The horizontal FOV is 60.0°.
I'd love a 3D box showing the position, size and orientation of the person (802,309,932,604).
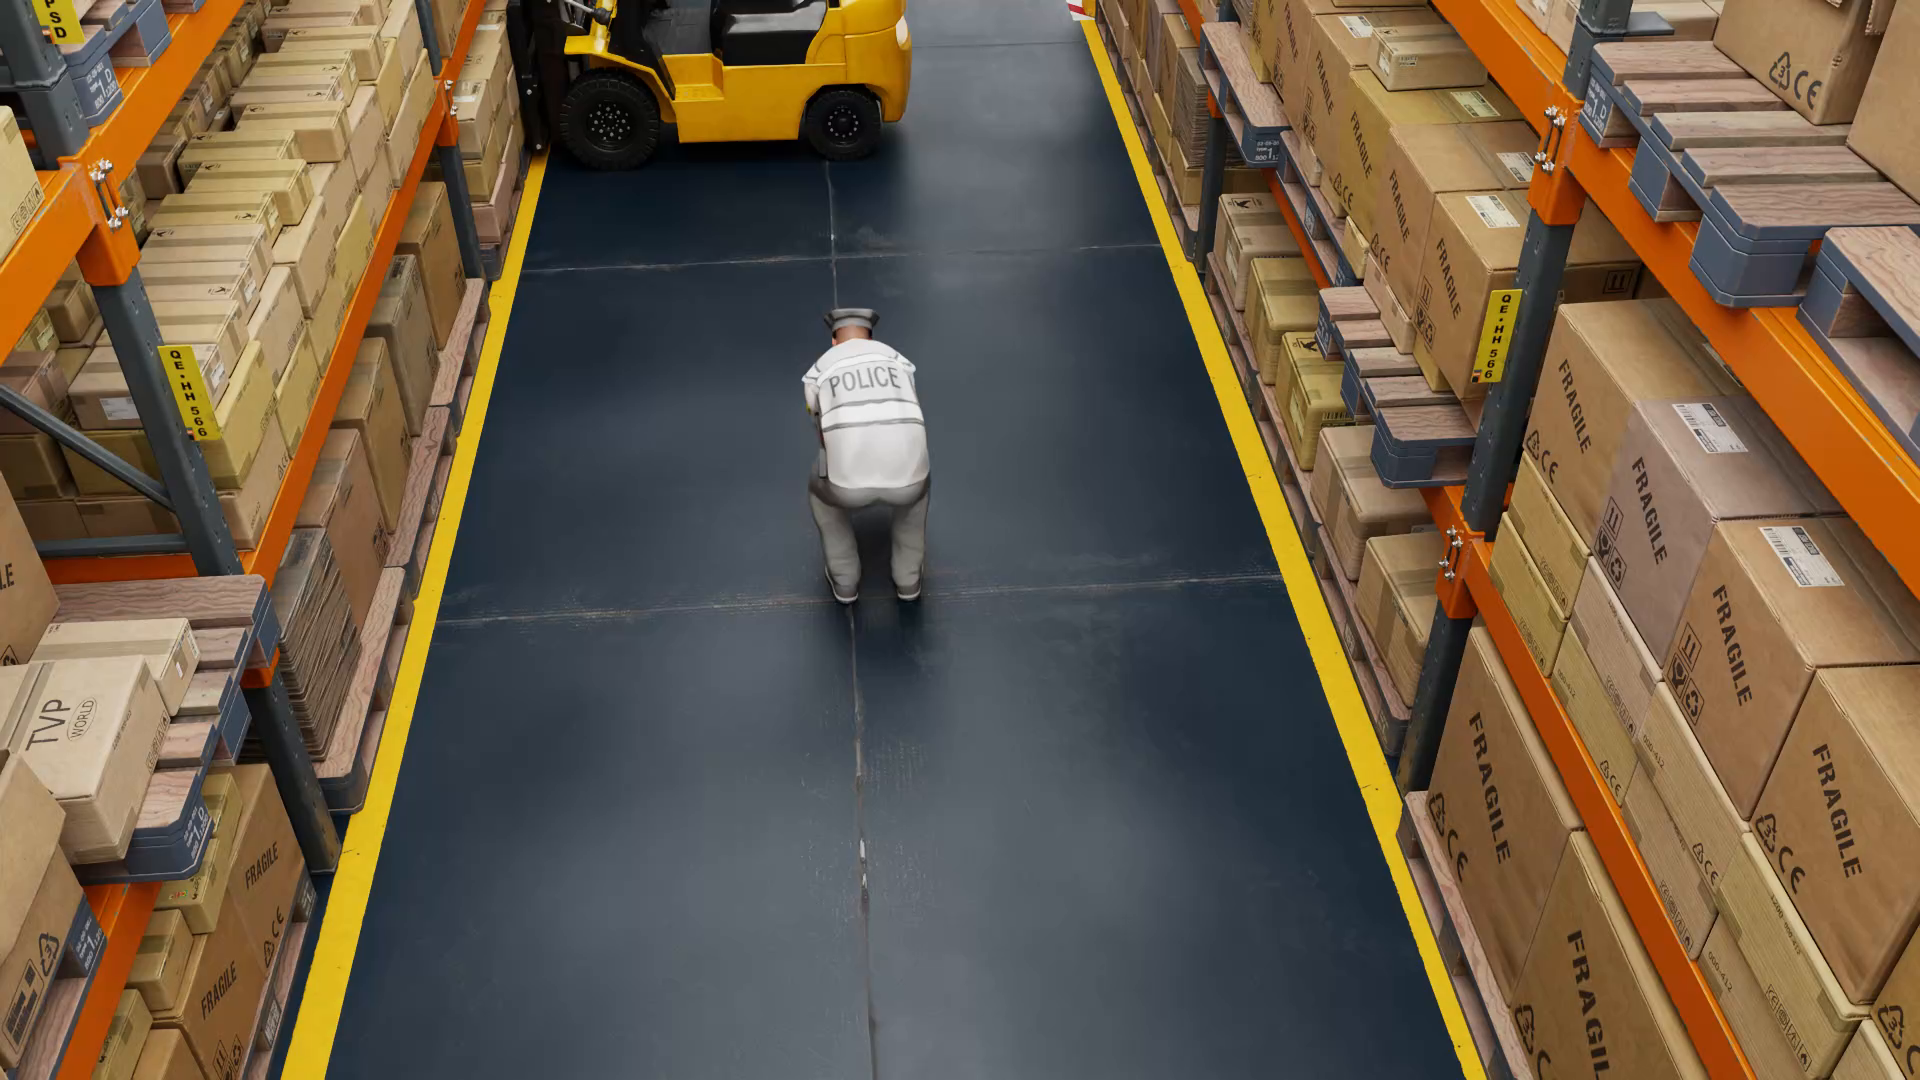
[{"bbox_3d":[-0.395,-0.349,7.132,0.537,1.064,1.032,-5,39,-6],"label":"person"}]
